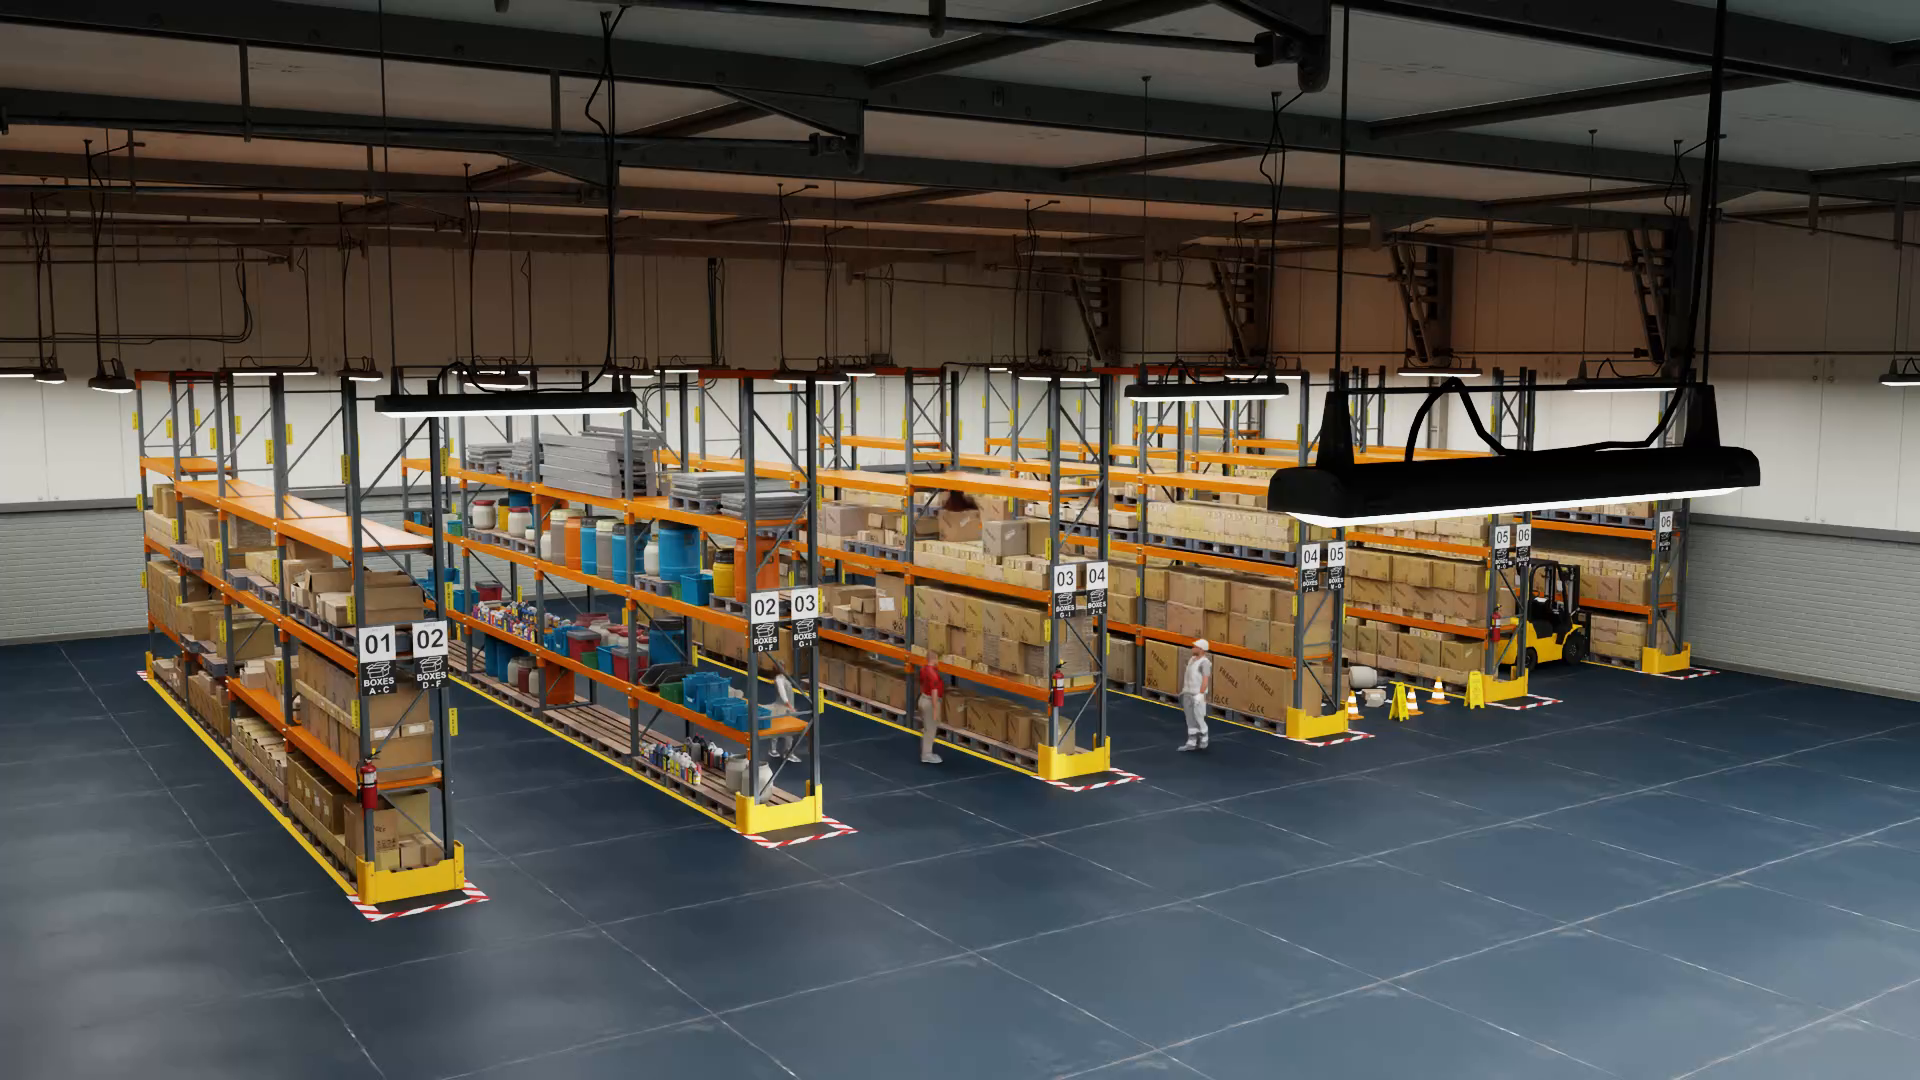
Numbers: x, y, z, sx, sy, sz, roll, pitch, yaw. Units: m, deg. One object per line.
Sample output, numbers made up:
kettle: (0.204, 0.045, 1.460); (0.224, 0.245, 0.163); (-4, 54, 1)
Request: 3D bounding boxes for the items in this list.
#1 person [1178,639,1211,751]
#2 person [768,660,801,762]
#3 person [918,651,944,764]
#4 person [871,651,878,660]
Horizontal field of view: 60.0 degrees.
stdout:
person: (3.703, 2.463, 26.421); (0.631, 1.787, 0.498); (6, 9, 45)
person: (-2.730, 2.648, 25.846); (0.653, 1.589, 0.422); (3, 7, 26)
person: (-0.436, 2.576, 25.693); (0.379, 1.736, 0.610); (-2, 7, -19)
person: (-1.879, 1.730, 33.632); (0.581, 1.613, 0.896); (-4, 7, -29)
